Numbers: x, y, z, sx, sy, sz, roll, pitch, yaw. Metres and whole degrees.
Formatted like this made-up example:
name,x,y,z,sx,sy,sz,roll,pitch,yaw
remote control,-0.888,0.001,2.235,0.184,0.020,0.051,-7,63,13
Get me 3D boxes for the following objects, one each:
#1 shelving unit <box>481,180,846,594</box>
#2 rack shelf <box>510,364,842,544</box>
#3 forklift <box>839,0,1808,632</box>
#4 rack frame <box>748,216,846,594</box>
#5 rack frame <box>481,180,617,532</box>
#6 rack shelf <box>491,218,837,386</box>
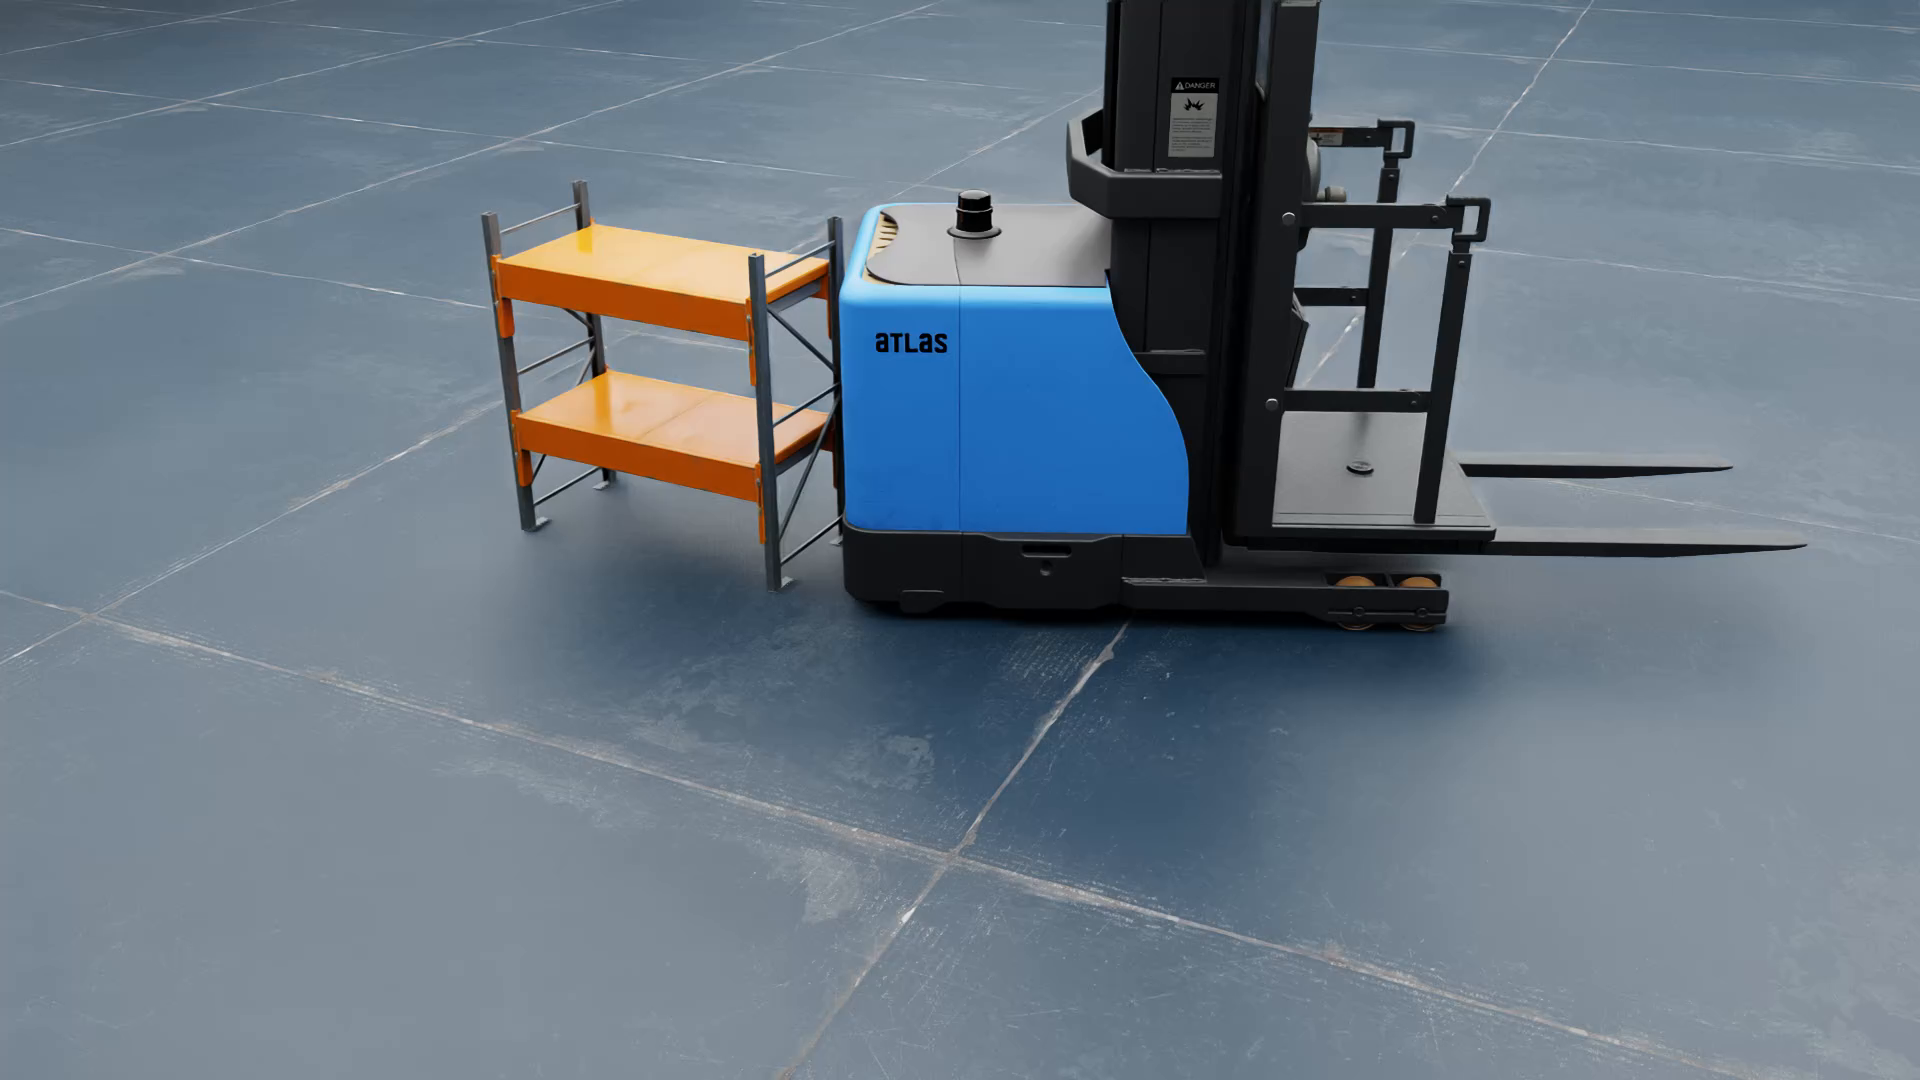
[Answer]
name,x,y,z,sx,sy,sz,roll,pitch,yaw
shelving unit,-0.954,-0.532,5.556,1.048,1.125,0.538,13,29,24
rack shelf,-0.954,-0.312,5.664,1.000,0.278,0.538,13,29,24
forklift,1.160,-1.270,5.011,3.031,2.935,1.130,1,26,2
rack frame,-0.501,-0.430,5.350,0.032,1.125,0.500,13,29,24
rack frame,-1.407,-0.633,5.763,0.032,1.125,0.500,13,29,24
rack shelf,-0.954,-0.794,5.427,1.000,0.278,0.538,13,29,24
